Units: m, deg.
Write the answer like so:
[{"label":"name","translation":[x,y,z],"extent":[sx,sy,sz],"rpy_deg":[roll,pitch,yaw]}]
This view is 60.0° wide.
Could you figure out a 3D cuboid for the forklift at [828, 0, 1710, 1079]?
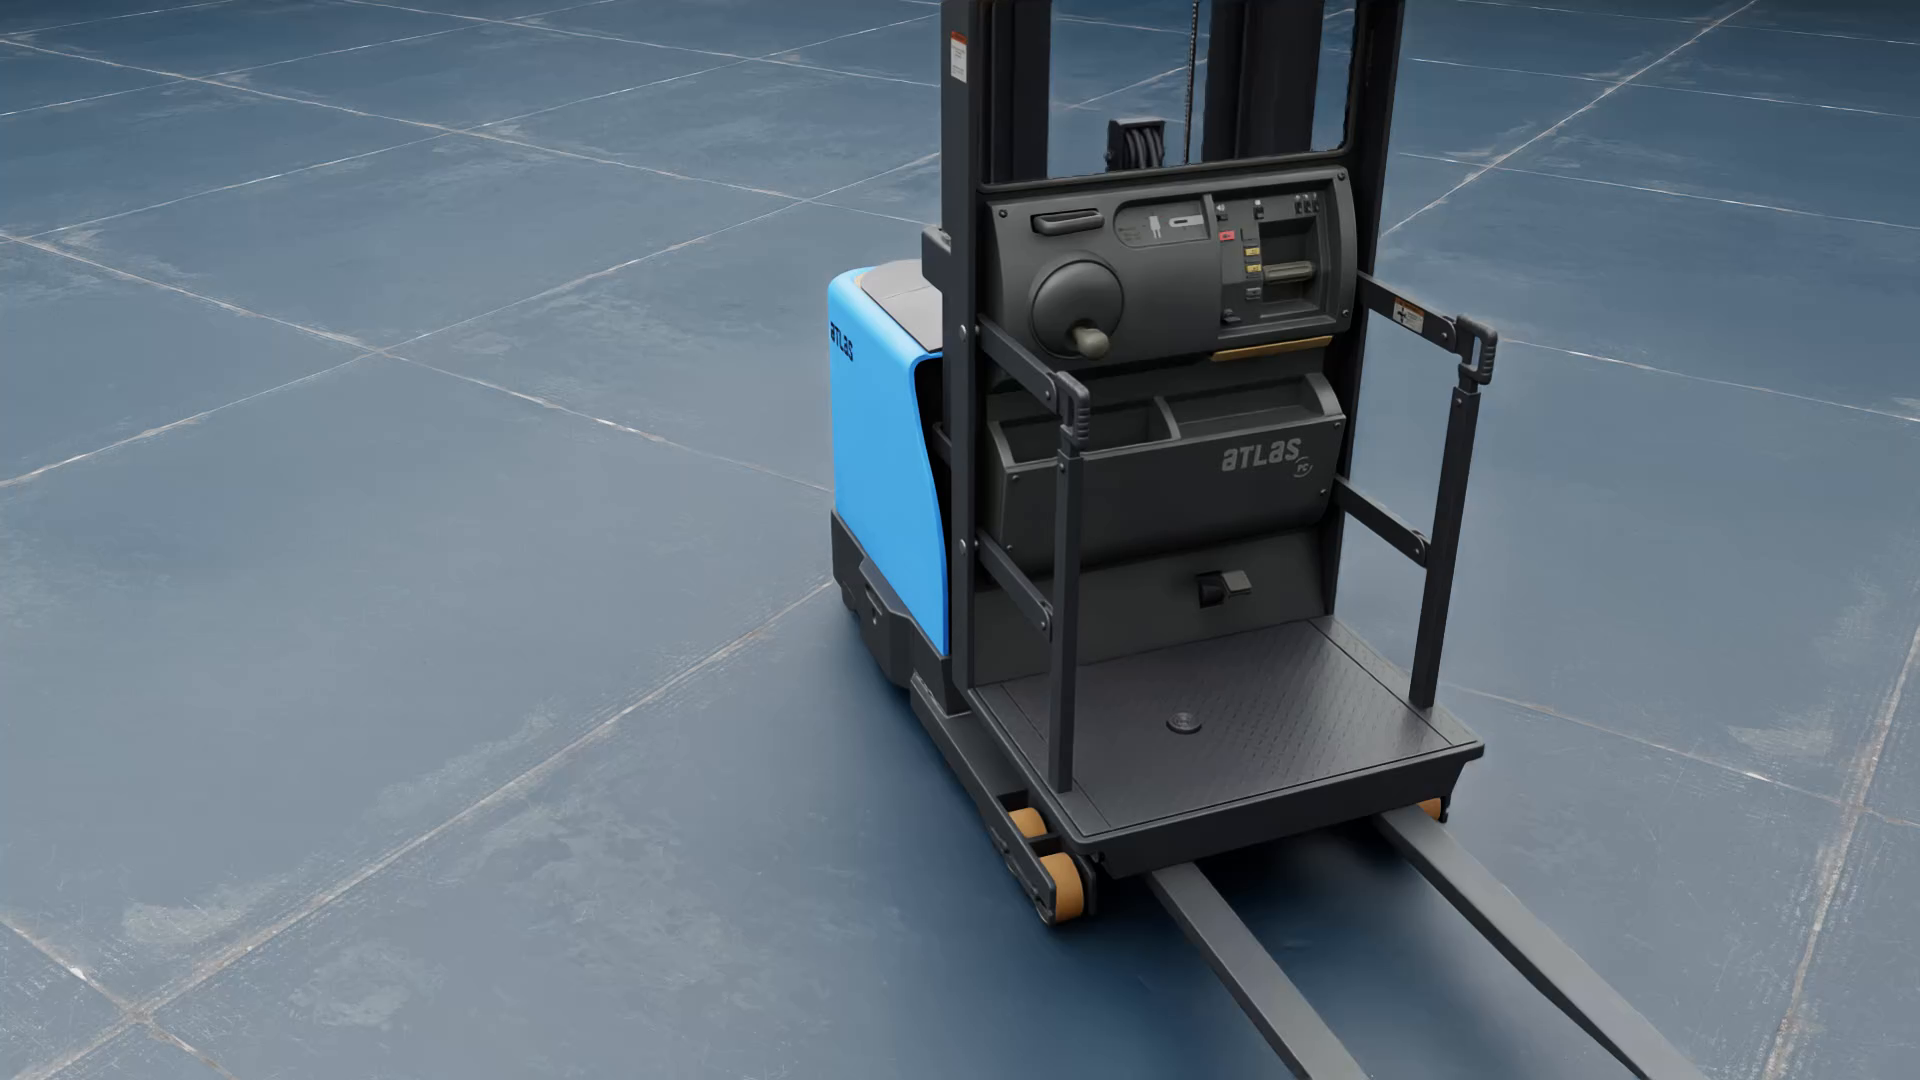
[{"label":"forklift","translation":[0.594,-0.610,3.716],"extent":[1.130,2.935,3.031],"rpy_deg":[-10,29,-19]}]
